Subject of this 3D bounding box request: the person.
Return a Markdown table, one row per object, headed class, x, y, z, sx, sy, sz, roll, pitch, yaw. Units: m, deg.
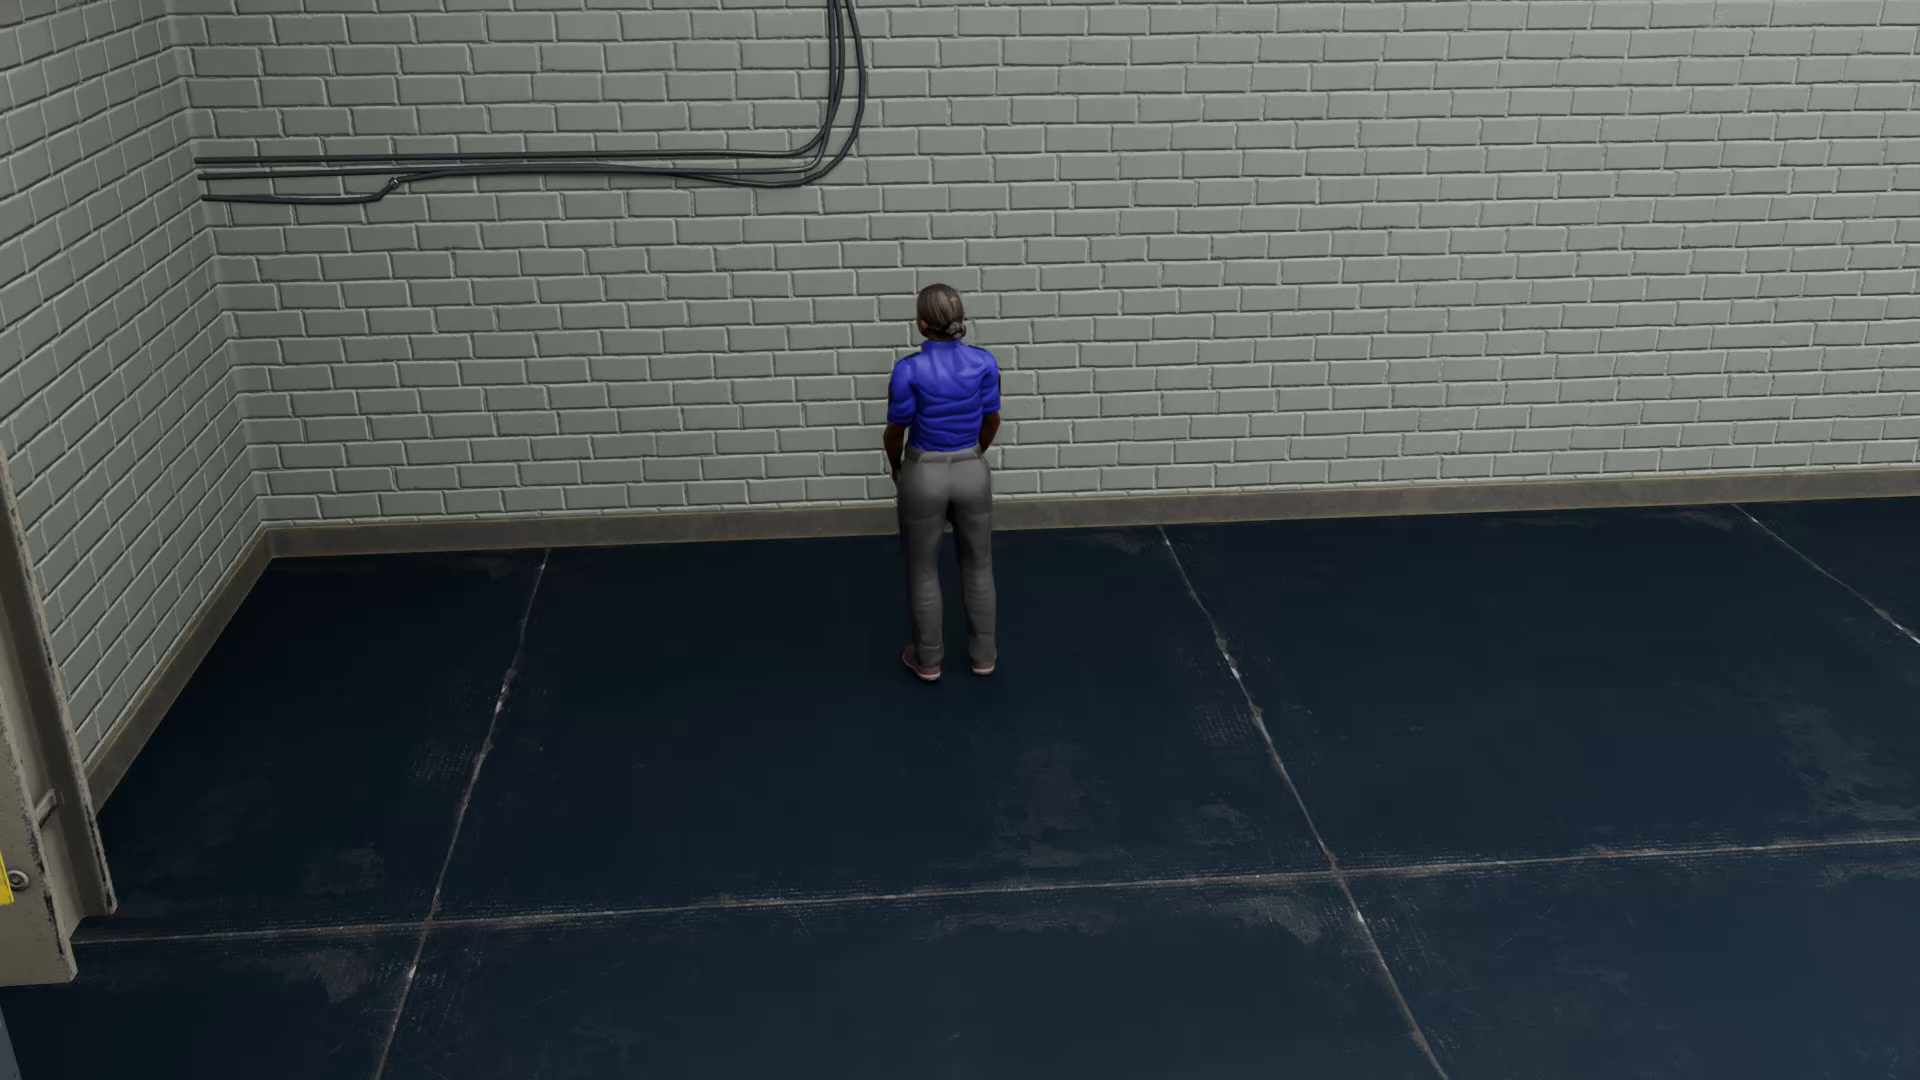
| class | x | y | z | sx | sy | sz | roll | pitch | yaw |
| --- | --- | --- | --- | --- | --- | --- | --- | --- | --- |
| person | -0.067 | -0.227 | 6.600 | 0.493 | 1.662 | 0.396 | -5 | 24 | -12 |
